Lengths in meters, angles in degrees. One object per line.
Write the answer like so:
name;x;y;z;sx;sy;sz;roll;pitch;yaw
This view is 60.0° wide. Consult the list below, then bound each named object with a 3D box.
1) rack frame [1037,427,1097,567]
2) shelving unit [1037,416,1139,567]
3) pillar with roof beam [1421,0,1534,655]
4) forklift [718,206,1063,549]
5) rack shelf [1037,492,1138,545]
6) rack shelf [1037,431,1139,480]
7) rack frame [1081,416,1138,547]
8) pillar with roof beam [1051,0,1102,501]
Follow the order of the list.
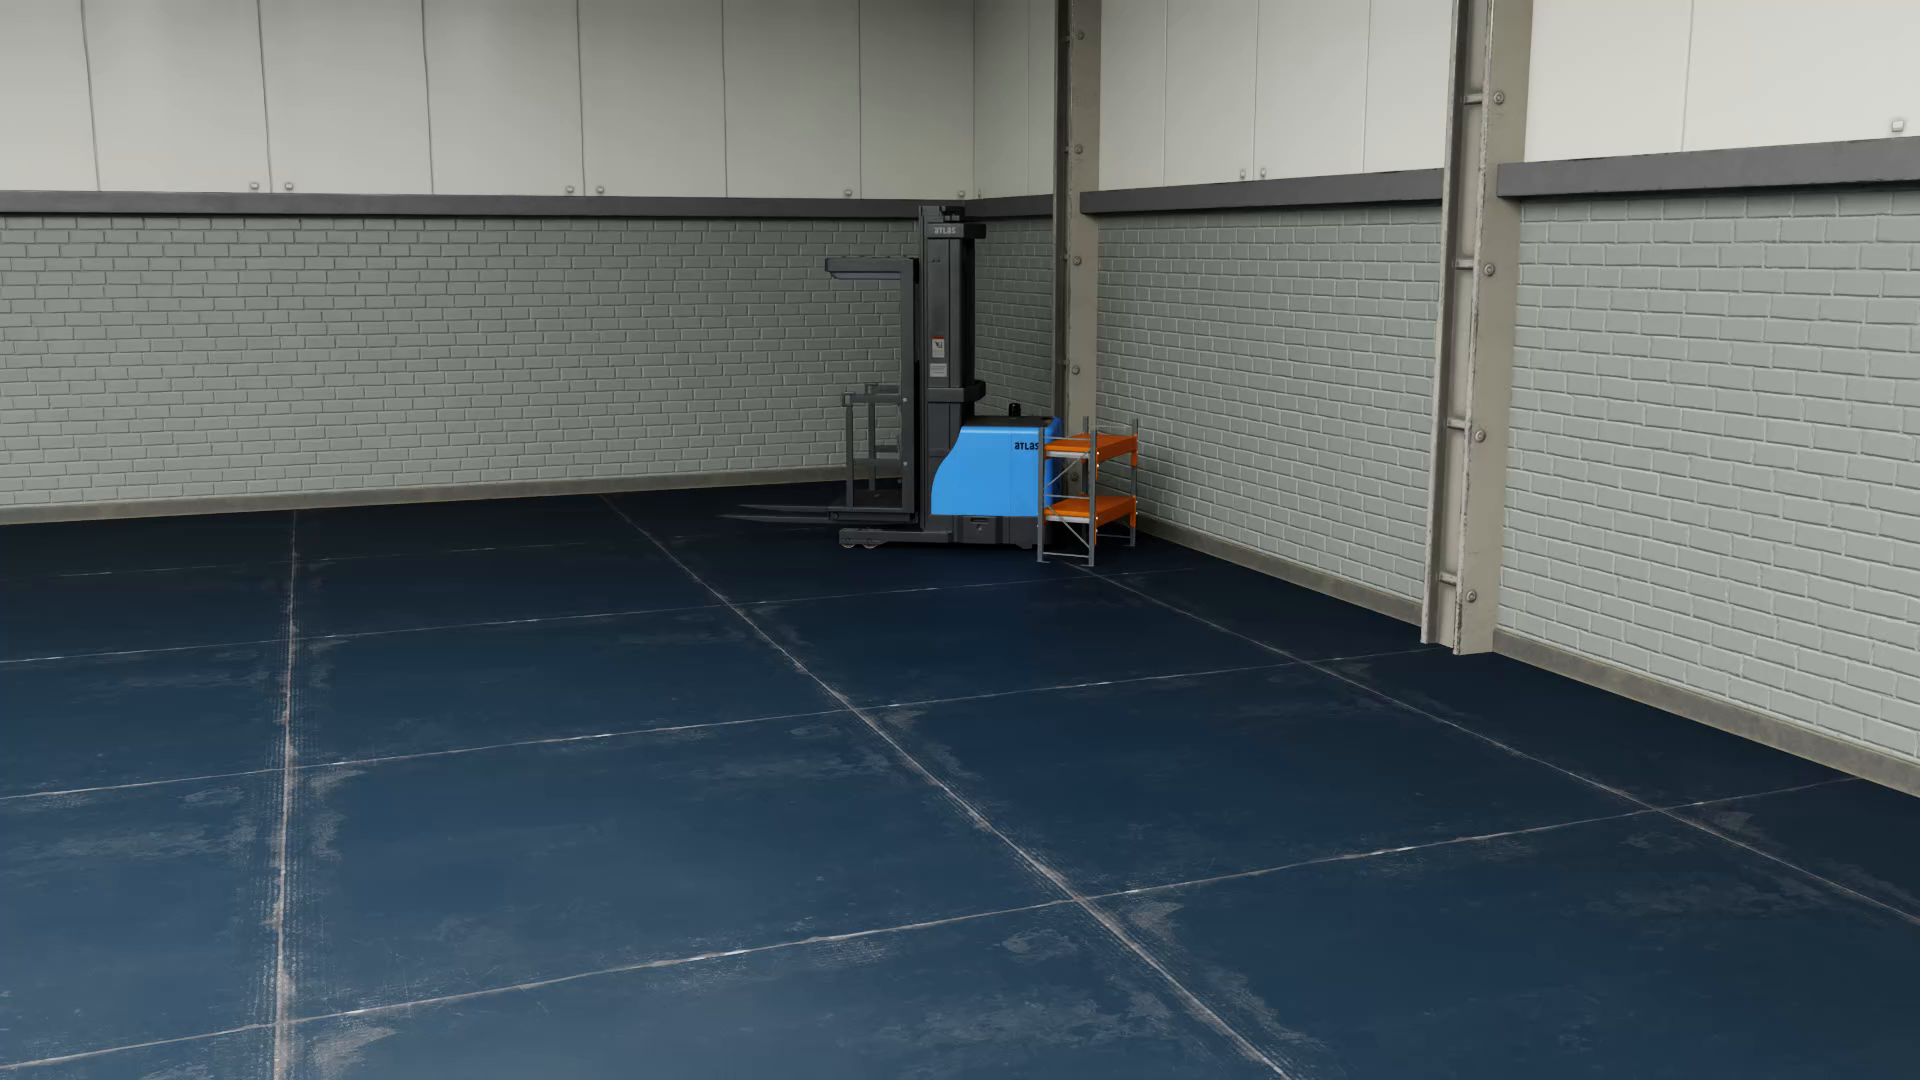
rack frame;0.879;-0.355;13.703;0.500;1.125;0.032;5;11;25
shelving unit;1.096;-0.435;14.156;0.538;1.125;1.048;5;11;25
pillar with roof beam;-0.726;-3.456;8.653;9.100;9.000;0.400;-4;11;-21
forklift;-0.624;-1.459;14.752;3.031;2.935;1.130;1;10;8
rack shelf;1.096;-0.195;14.198;0.538;0.278;1.000;5;11;25
rack shelf;1.096;-0.724;14.104;0.538;0.278;1.000;5;11;25
rack frame;1.312;-0.516;14.608;0.500;1.125;0.032;5;11;25
pillar with roof beam;-2.900;-4.435;14.159;9.100;9.000;0.400;-4;11;-21
